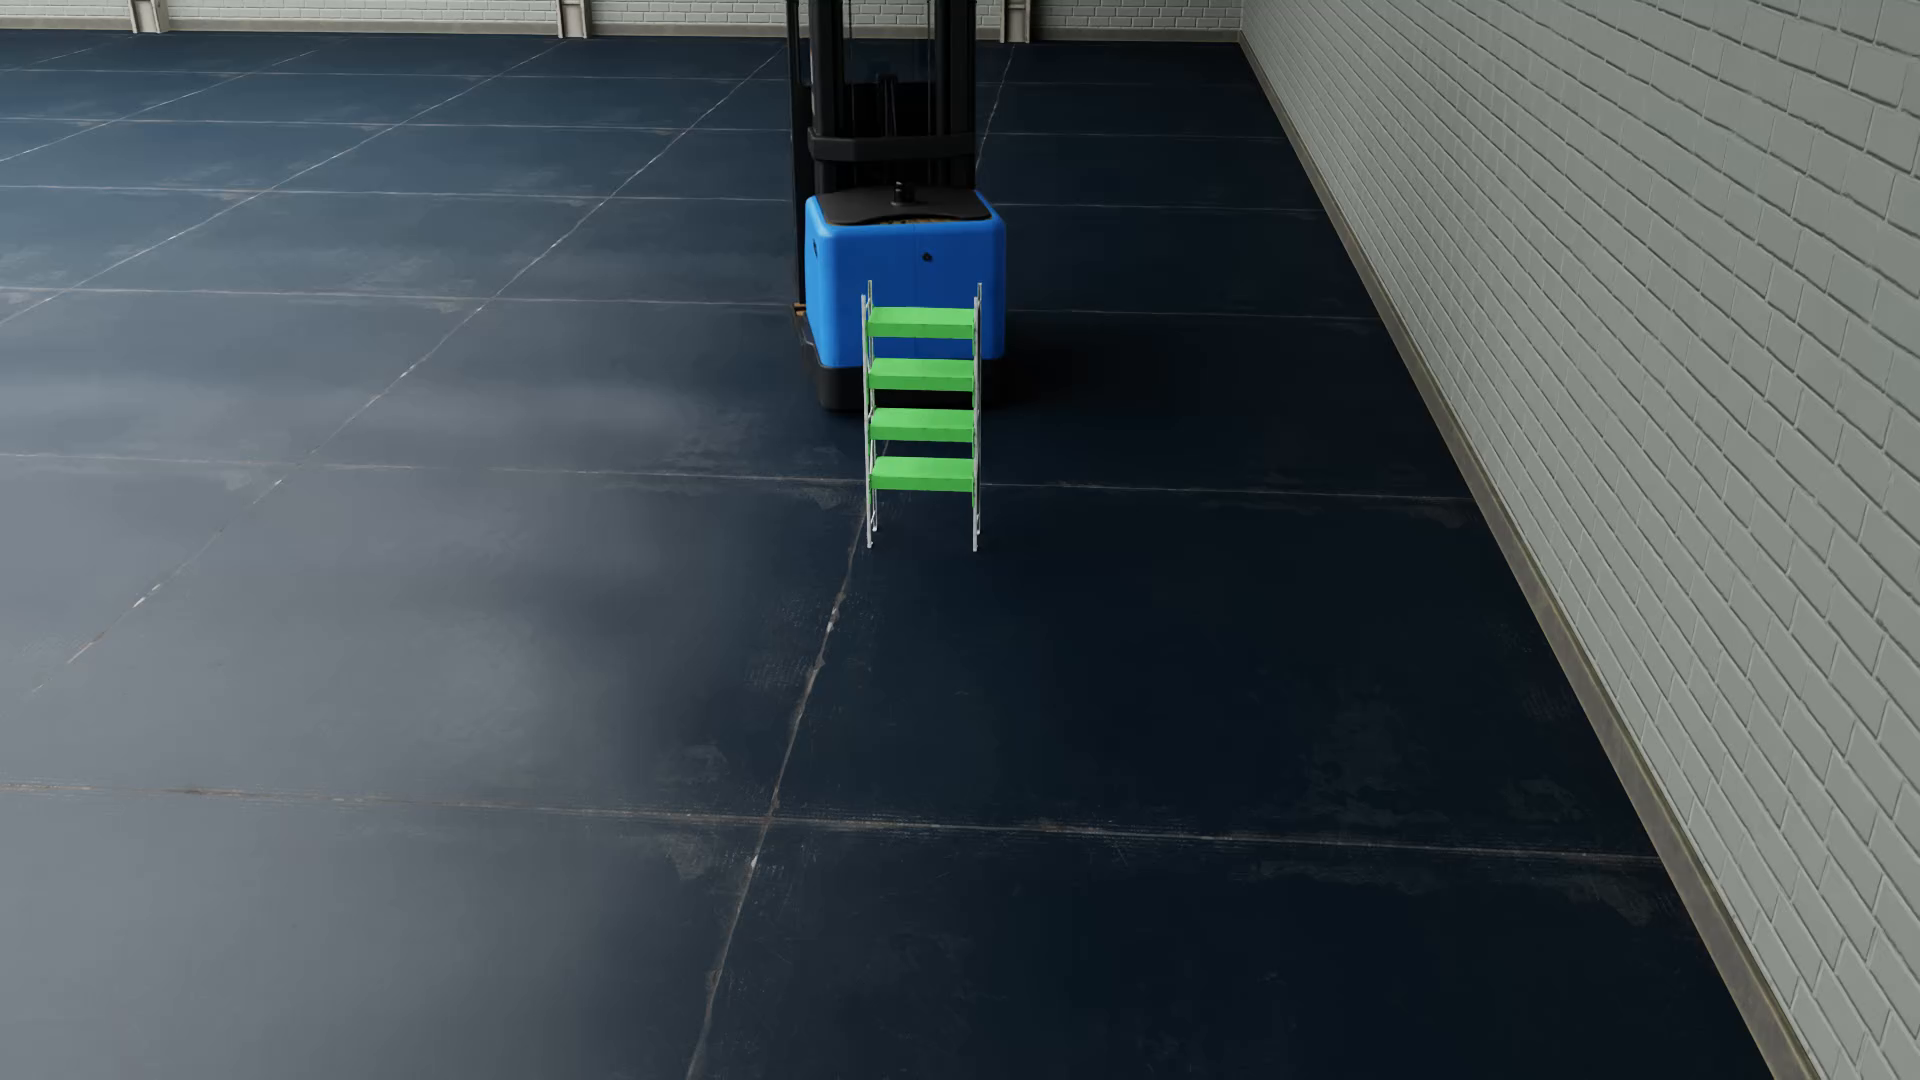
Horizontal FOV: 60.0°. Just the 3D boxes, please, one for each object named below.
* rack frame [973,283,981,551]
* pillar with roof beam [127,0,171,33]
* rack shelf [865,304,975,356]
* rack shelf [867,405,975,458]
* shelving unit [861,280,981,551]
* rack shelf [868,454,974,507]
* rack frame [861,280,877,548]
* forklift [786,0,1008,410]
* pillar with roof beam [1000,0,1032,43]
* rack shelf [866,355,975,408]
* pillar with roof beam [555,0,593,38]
[{"bbox_3d":[0.078,-0.543,7.494,0.015,1.200,0.240,2,25,4],"label":"rack frame"},{"bbox_3d":[-11.550,-9.360,17.326,0.400,9.000,9.100,2,25,4],"label":"pillar with roof beam"},{"bbox_3d":[-0.165,-0.928,7.337,0.480,0.148,0.258,2,25,4],"label":"rack shelf"},{"bbox_3d":[-0.165,-0.492,7.537,0.480,0.148,0.258,2,25,4],"label":"rack shelf"},{"bbox_3d":[-0.165,-0.550,7.511,0.503,1.200,0.258,2,25,4],"label":"shelving unit"},{"bbox_3d":[-0.165,-0.274,7.638,0.480,0.148,0.258,2,25,4],"label":"rack shelf"},{"bbox_3d":[-0.408,-0.558,7.528,0.015,1.200,0.240,2,25,4],"label":"rack frame"},{"bbox_3d":[-0.493,-2.634,9.969,1.130,2.935,3.031,-4,25,-9],"label":"forklift"},{"bbox_3d":[0.415,-8.976,16.492,0.400,9.000,9.100,2,25,4],"label":"pillar with roof beam"},{"bbox_3d":[-0.165,-0.710,7.437,0.480,0.148,0.258,2,25,4],"label":"rack shelf"},{"bbox_3d":[-5.568,-9.168,16.909,0.400,9.000,9.100,2,25,4],"label":"pillar with roof beam"}]
